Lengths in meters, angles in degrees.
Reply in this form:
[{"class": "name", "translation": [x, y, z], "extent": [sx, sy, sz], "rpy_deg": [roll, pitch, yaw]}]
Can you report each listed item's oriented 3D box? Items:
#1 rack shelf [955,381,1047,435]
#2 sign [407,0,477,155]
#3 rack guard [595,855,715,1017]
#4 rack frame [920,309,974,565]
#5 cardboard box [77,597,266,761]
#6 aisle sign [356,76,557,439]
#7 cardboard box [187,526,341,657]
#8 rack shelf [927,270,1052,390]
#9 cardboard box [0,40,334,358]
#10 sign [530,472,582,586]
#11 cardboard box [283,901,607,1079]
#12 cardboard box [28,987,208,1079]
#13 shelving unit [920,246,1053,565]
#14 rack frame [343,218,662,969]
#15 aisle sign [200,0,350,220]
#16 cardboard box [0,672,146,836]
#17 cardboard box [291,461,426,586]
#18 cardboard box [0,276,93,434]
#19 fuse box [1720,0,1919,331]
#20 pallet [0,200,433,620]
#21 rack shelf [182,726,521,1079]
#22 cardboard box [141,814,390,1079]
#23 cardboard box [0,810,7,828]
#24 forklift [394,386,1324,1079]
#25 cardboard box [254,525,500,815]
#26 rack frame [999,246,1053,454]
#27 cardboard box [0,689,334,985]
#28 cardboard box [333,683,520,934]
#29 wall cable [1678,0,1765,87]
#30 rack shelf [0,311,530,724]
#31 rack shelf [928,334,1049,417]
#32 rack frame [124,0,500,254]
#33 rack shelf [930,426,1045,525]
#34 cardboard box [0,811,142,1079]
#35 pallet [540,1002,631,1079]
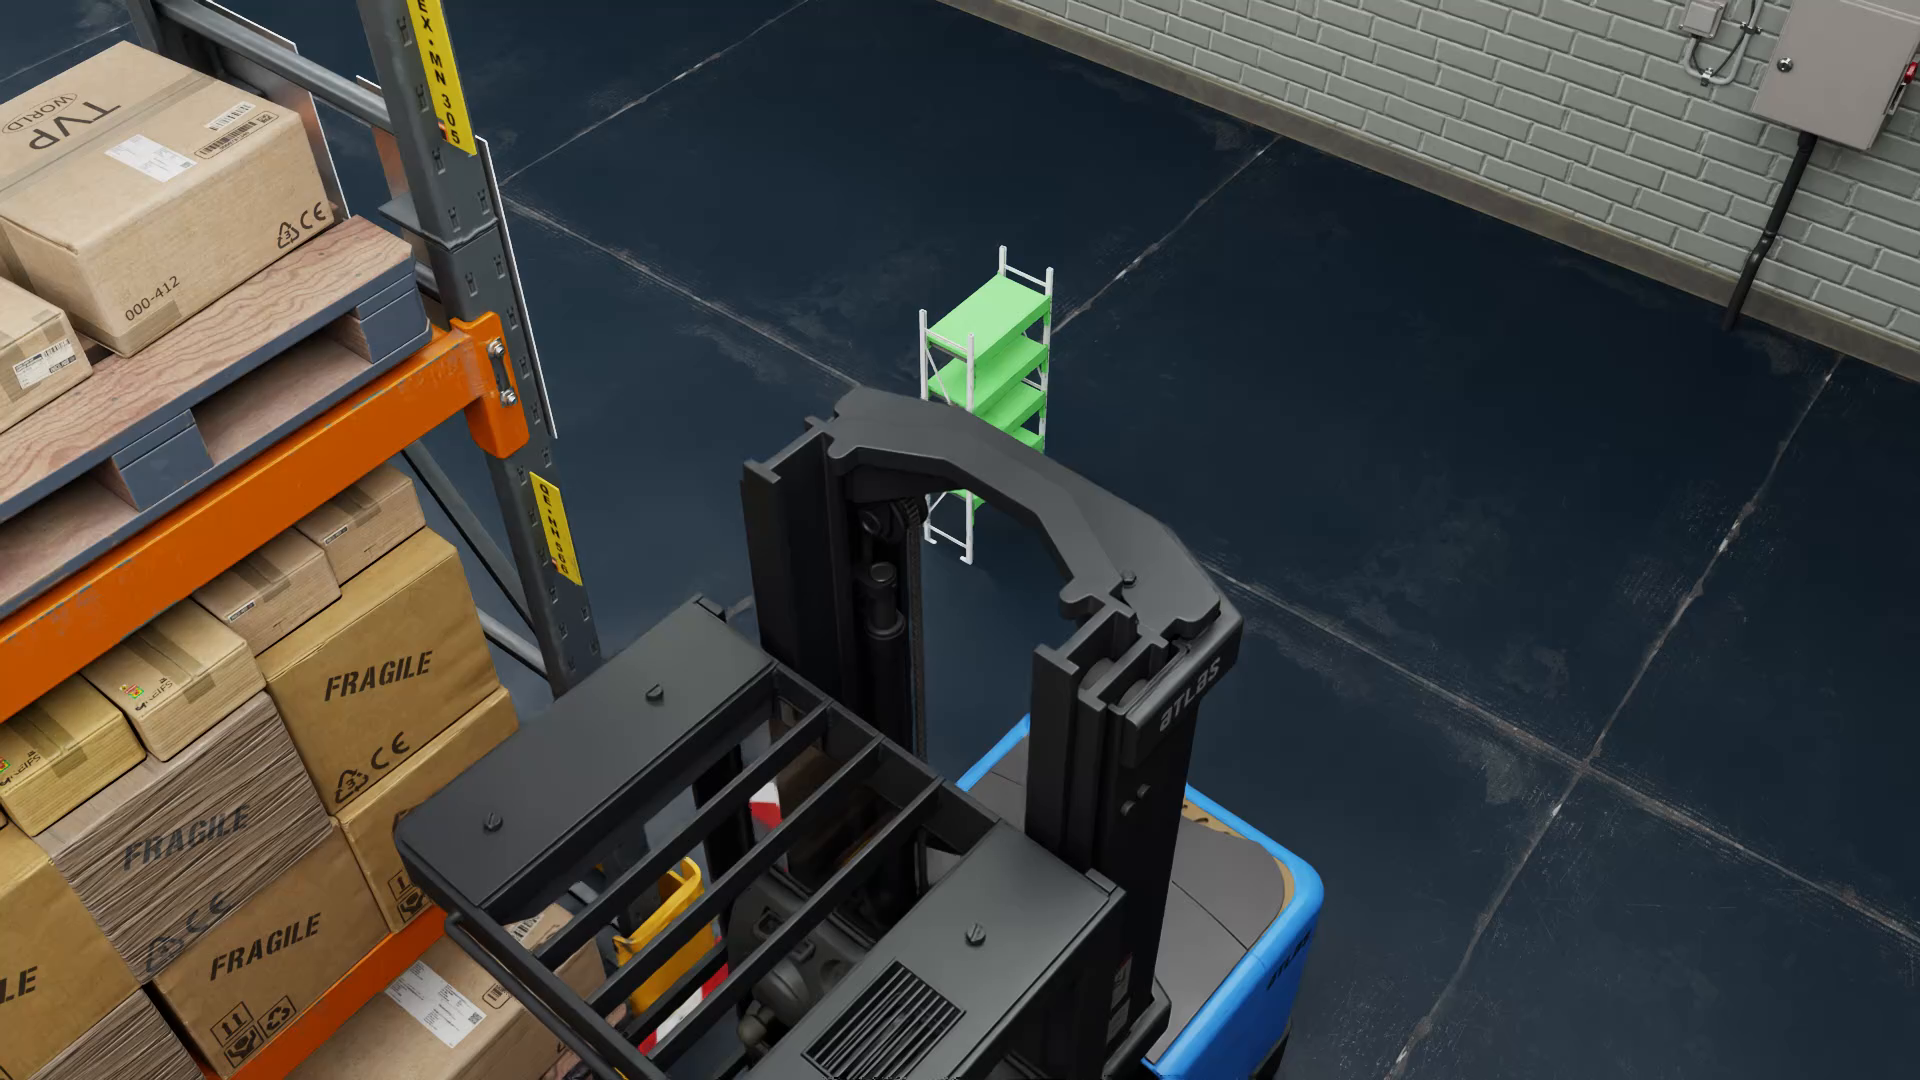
[{"class": "rack shelf", "translation": [0.101, -0.465, 6.618], "extent": [0.258, 0.148, 0.480], "rpy_deg": [29, 53, 25]}, {"class": "sign", "translation": [-0.948, -0.856, 3.026], "extent": [0.100, 0.325, 0.005], "rpy_deg": [29, 53, 25]}, {"class": "rack guard", "translation": [-1.354, 1.060, 5.556], "extent": [1.175, 0.500, 0.348], "rpy_deg": [29, 53, 25]}, {"class": "rack frame", "translation": [-0.048, -0.370, 6.438], "extent": [0.240, 1.200, 0.015], "rpy_deg": [29, 53, 25]}, {"class": "cardboard box", "translation": [-1.657, 0.241, 3.401], "extent": [0.380, 0.149, 0.250], "rpy_deg": [29, 53, 25]}, {"class": "aisle sign", "translation": [-1.080, -0.592, 3.608], "extent": [0.394, 0.787, 0.004], "rpy_deg": [29, 53, 25]}, {"class": "cardboard box", "translation": [-1.566, 0.056, 3.577], "extent": [0.380, 0.149, 0.250], "rpy_deg": [30, 53, 26]}, {"class": "rack shelf", "translation": [0.101, -0.797, 6.270], "extent": [0.258, 0.148, 0.480], "rpy_deg": [29, 53, 25]}, {"class": "cardboard box", "translation": [-1.573, -0.656, 3.137], "extent": [0.500, 0.250, 0.500], "rpy_deg": [25, 51, 22]}, {"class": "sign", "translation": [-0.948, -0.024, 3.898], "extent": [0.100, 0.325, 0.005], "rpy_deg": [29, 53, 25]}, {"class": "cardboard box", "translation": [-1.693, 1.372, 5.011], "extent": [0.875, 0.438, 0.875], "rpy_deg": [27, 52, 24]}, {"class": "cardboard box", "translation": [-2.080, 1.148, 3.675], "extent": [0.500, 0.500, 0.500], "rpy_deg": [31, 54, 26]}, {"class": "shelving unit", "translation": [0.101, -0.509, 6.571], "extent": [0.258, 1.200, 0.503], "rpy_deg": [29, 53, 25]}, {"class": "rack frame", "translation": [-1.369, 0.210, 4.639], "extent": [1.000, 3.000, 0.127], "rpy_deg": [29, 53, 25]}, {"class": "aisle sign", "translation": [-1.554, -0.857, 3.861], "extent": [0.394, 0.787, 0.004], "rpy_deg": [29, 53, 25]}, {"class": "cardboard box", "translation": [-1.844, 0.367, 3.281], "extent": [0.380, 0.149, 0.250], "rpy_deg": [30, 53, 26]}, {"class": "cardboard box", "translation": [-1.430, -0.100, 3.726], "extent": [0.380, 0.149, 0.250], "rpy_deg": [30, 53, 25]}, {"class": "cardboard box", "translation": [-1.766, -0.346, 2.911], "extent": [0.380, 0.149, 0.250], "rpy_deg": [25, 51, 22]}, {"class": "fuse box", "translation": [3.633, -1.569, 7.230], "extent": [0.539, 1.711, 0.414], "rpy_deg": [29, 53, 25]}, {"class": "pallet", "translation": [-1.814, -0.366, 3.177], "extent": [1.003, 0.211, 1.213], "rpy_deg": [29, 53, 25]}, {"class": "rack shelf", "translation": [-2.592, 1.603, 3.806], "extent": [1.077, 0.370, 4.000], "rpy_deg": [29, 53, 25]}, {"class": "cardboard box", "translation": [-1.773, 0.849, 3.960], "extent": [0.500, 0.500, 0.500], "rpy_deg": [28, 52, 24]}, {"class": "cardboard box", "translation": [-2.060, 0.485, 3.168], "extent": [0.380, 0.149, 0.250], "rpy_deg": [29, 53, 25]}, {"class": "forklift", "translation": [-0.322, 1.234, 3.709], "extent": [1.130, 2.935, 3.031], "rpy_deg": [32, 54, 27]}, {"class": "cardboard box", "translation": [-1.475, 0.212, 3.878], "extent": [0.500, 0.500, 0.500], "rpy_deg": [31, 54, 26]}, {"class": "rack frame", "translation": [0.250, -0.649, 6.705], "extent": [0.240, 1.200, 0.015], "rpy_deg": [29, 53, 25]}, {"class": "cardboard box", "translation": [-1.772, 0.524, 3.580], "extent": [0.500, 0.500, 0.500], "rpy_deg": [29, 53, 25]}, {"class": "cardboard box", "translation": [-1.454, 0.569, 4.228], "extent": [0.500, 0.500, 0.500], "rpy_deg": [29, 53, 25]}, {"class": "wall cable", "translation": [3.189, -2.757, 6.771], "extent": [0.588, 1.984, 0.122], "rpy_deg": [29, 53, 25]}, {"class": "rack shelf", "translation": [-2.592, 0.567, 2.722], "extent": [1.077, 0.370, 4.000], "rpy_deg": [29, 53, 25]}, {"class": "rack shelf", "translation": [0.101, -0.631, 6.444], "extent": [0.258, 0.148, 0.480], "rpy_deg": [29, 53, 25]}, {"class": "rack frame", "translation": [-1.369, -1.862, 2.470], "extent": [1.000, 3.000, 0.127], "rpy_deg": [29, 53, 25]}, {"class": "rack shelf", "translation": [0.101, -0.299, 6.791], "extent": [0.258, 0.148, 0.480], "rpy_deg": [29, 53, 25]}, {"class": "cardboard box", "translation": [-2.077, 0.805, 3.311], "extent": [0.500, 0.500, 0.500], "rpy_deg": [29, 53, 25]}, {"class": "pallet", "translation": [-1.796, 1.666, 5.178], "extent": [1.003, 0.211, 1.213], "rpy_deg": [29, 53, 25]}]
